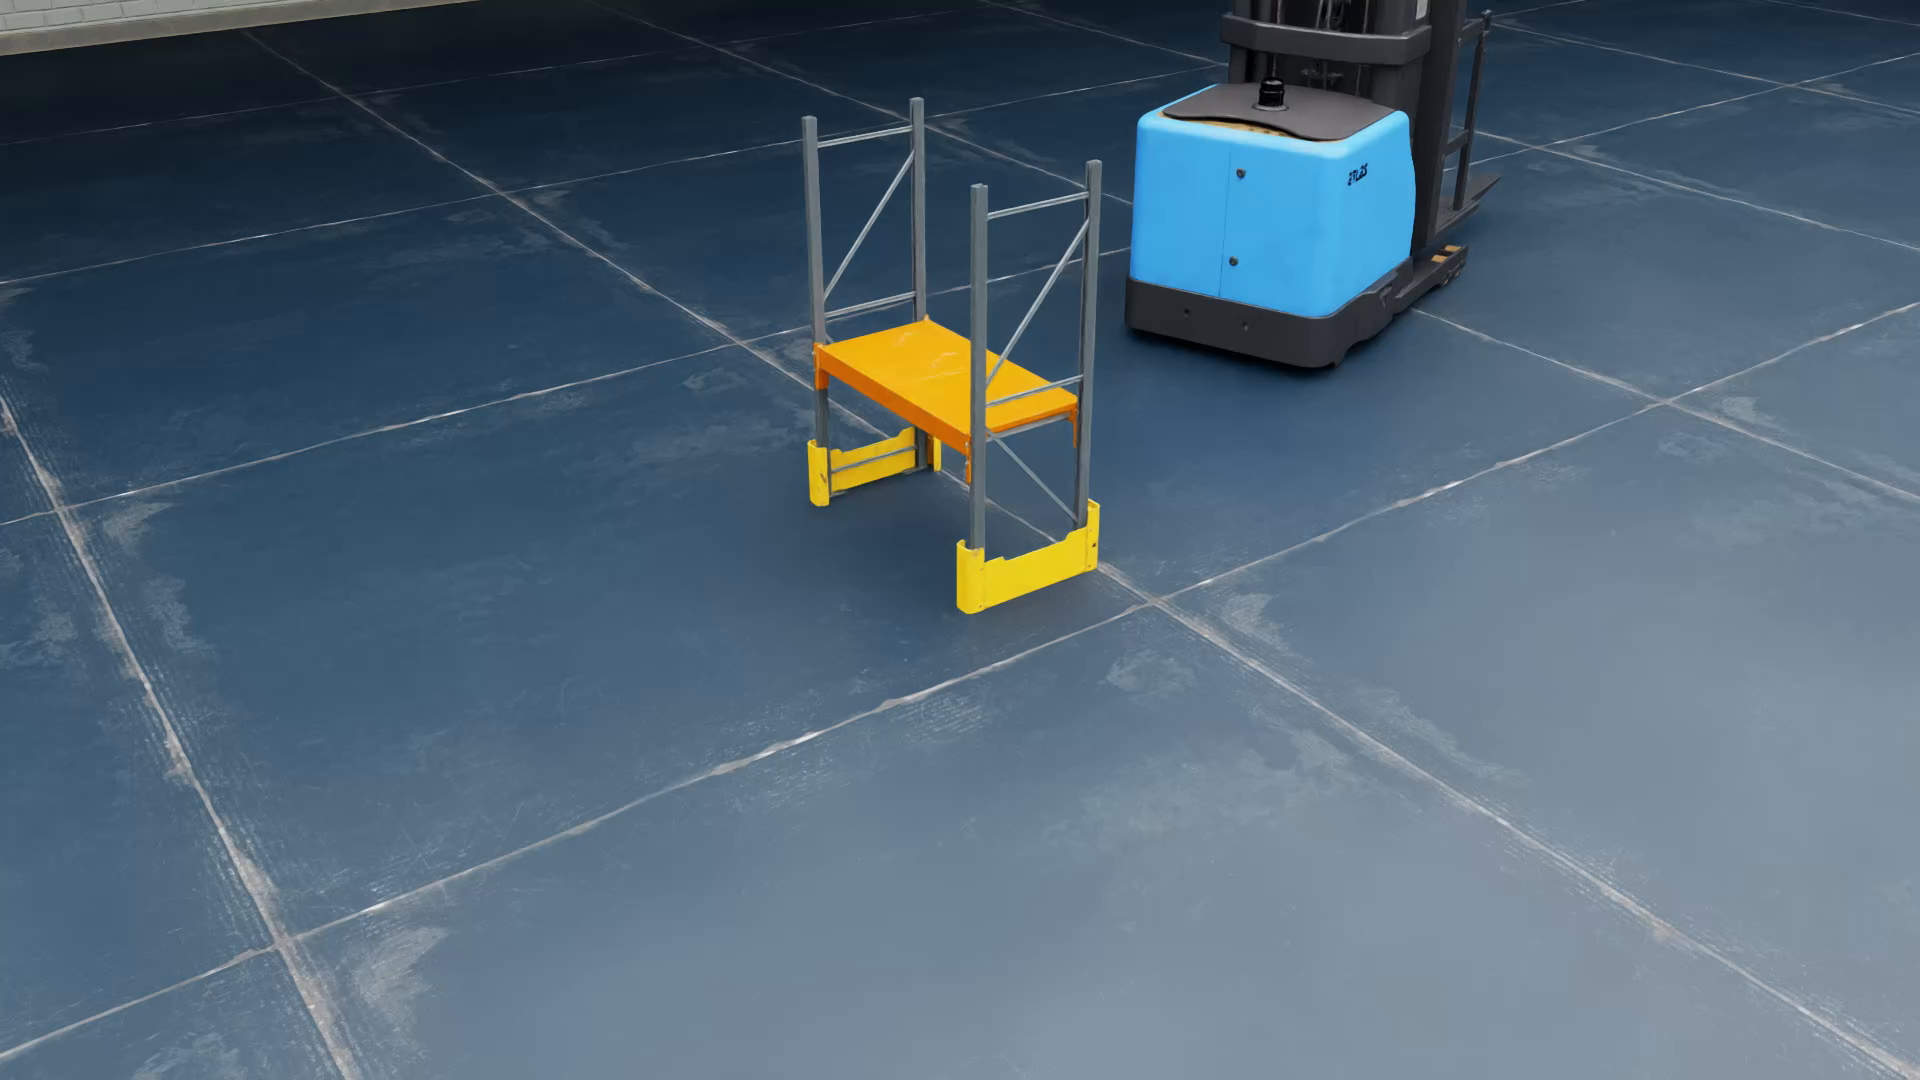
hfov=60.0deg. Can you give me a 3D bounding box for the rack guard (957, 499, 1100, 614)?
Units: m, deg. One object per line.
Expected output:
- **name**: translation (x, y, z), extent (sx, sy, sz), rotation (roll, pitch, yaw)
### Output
- **rack guard**: translation (0.245, 0.054, 5.888), extent (0.587, 0.250, 0.087), rotation (-19, 34, -31)

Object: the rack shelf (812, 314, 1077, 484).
- **rack shelf**: translation (-0.049, -0.534, 6.039), extent (0.538, 0.185, 1.000), rotation (-19, 34, -31)

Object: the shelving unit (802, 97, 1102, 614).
- **shelving unit**: translation (-0.044, -0.689, 5.947), extent (0.587, 1.500, 1.083), rotation (-19, 34, -31)

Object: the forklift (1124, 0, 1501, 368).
- **forklift**: translation (2.036, -2.723, 8.192), extent (1.130, 2.935, 3.031), rotation (18, 33, 30)

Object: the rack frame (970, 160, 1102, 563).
- **rack frame**: translation (0.245, -0.495, 5.589), extent (0.500, 1.500, 0.032), rotation (-19, 34, -31)

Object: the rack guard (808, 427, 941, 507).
- **rack guard**: translation (-0.333, -0.333, 6.601), extent (0.587, 0.250, 0.087), rotation (-19, 34, -31)

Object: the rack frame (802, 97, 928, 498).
- **rack frame**: translation (-0.344, -0.890, 6.317), extent (0.500, 1.500, 0.032), rotation (-19, 34, -31)
